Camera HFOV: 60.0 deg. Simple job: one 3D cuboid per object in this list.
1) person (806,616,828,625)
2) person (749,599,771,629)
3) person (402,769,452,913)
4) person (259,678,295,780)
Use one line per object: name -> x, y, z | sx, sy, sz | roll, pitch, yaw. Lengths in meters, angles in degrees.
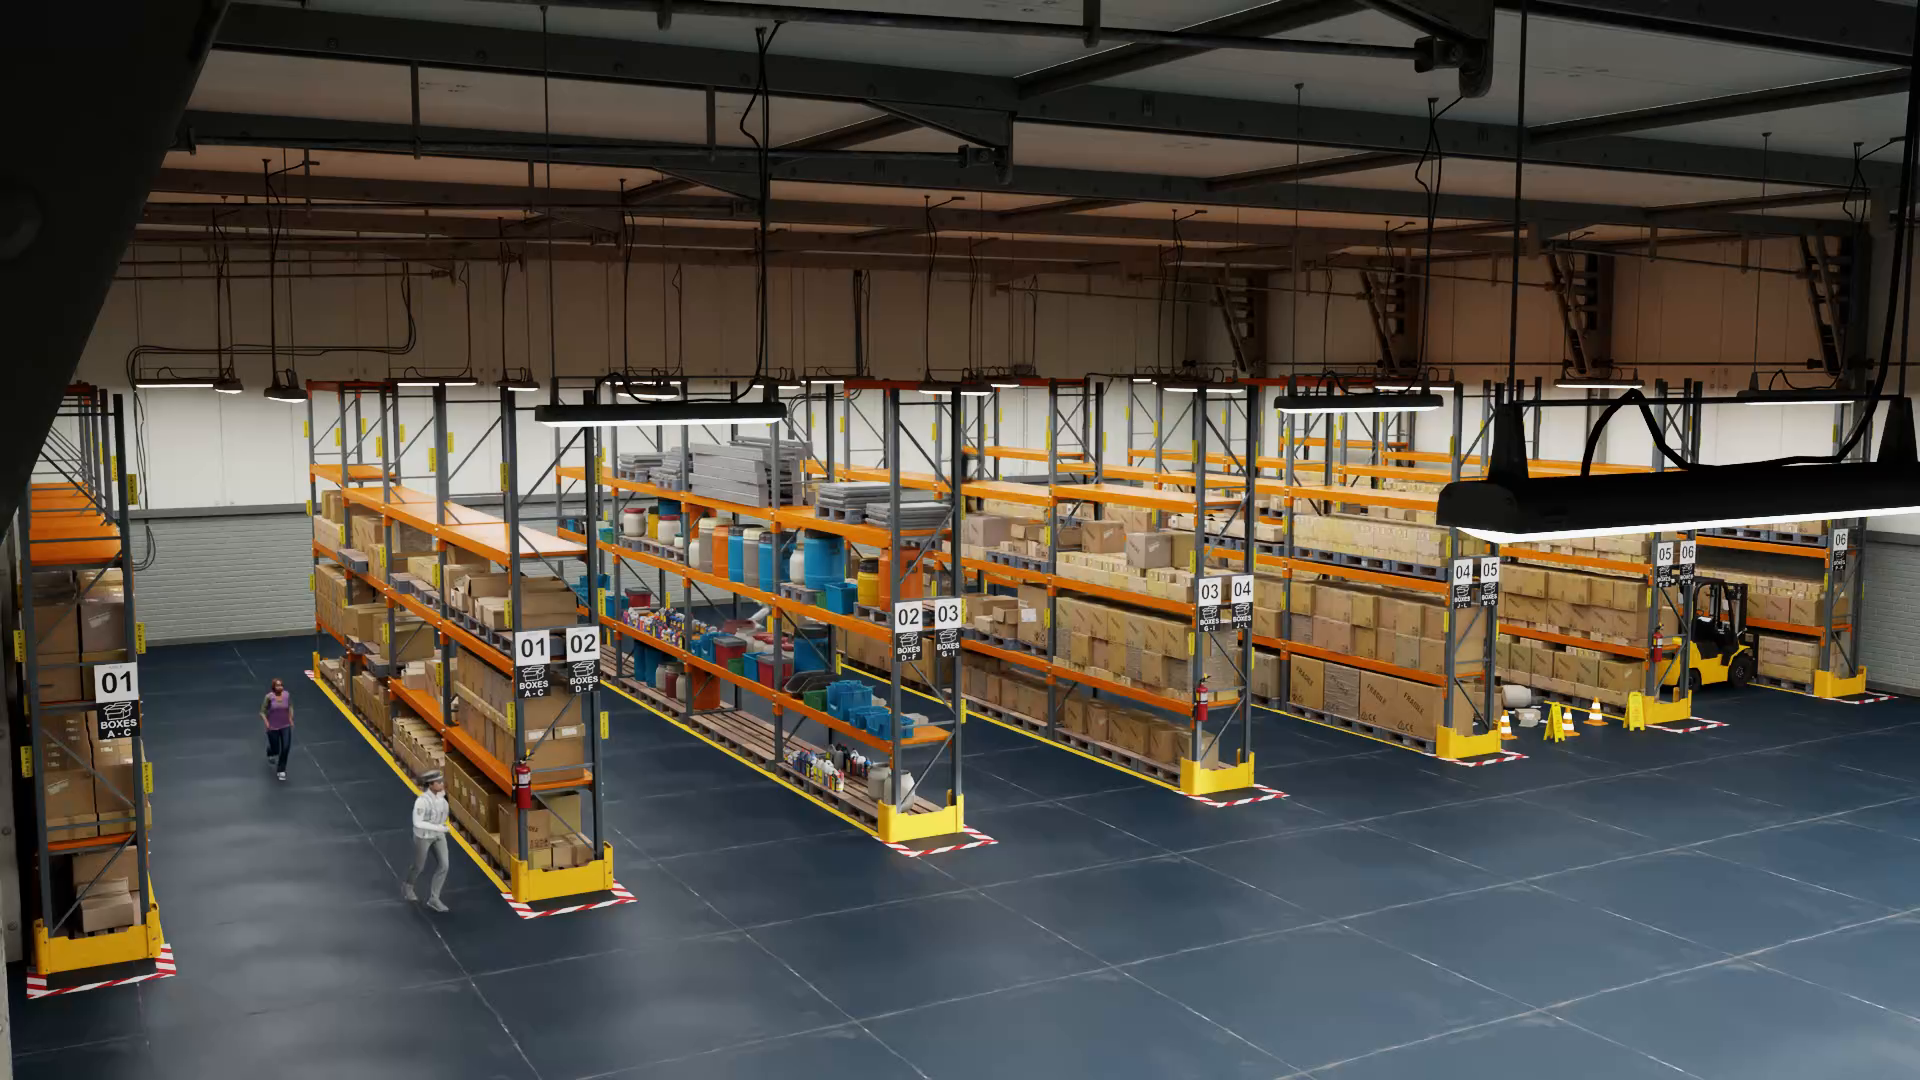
person -> -2.800, 1.827, 33.155 | 0.603, 1.825, 0.835 | -2, 7, -21
person -> -4.681, 1.286, 39.622 | 0.696, 1.697, 0.704 | 0, 6, -1
person -> -6.242, 3.464, 19.366 | 0.757, 1.693, 0.583 | 4, 7, 34
person -> -10.457, 2.877, 25.476 | 0.516, 1.535, 0.663 | -4, 7, -33
